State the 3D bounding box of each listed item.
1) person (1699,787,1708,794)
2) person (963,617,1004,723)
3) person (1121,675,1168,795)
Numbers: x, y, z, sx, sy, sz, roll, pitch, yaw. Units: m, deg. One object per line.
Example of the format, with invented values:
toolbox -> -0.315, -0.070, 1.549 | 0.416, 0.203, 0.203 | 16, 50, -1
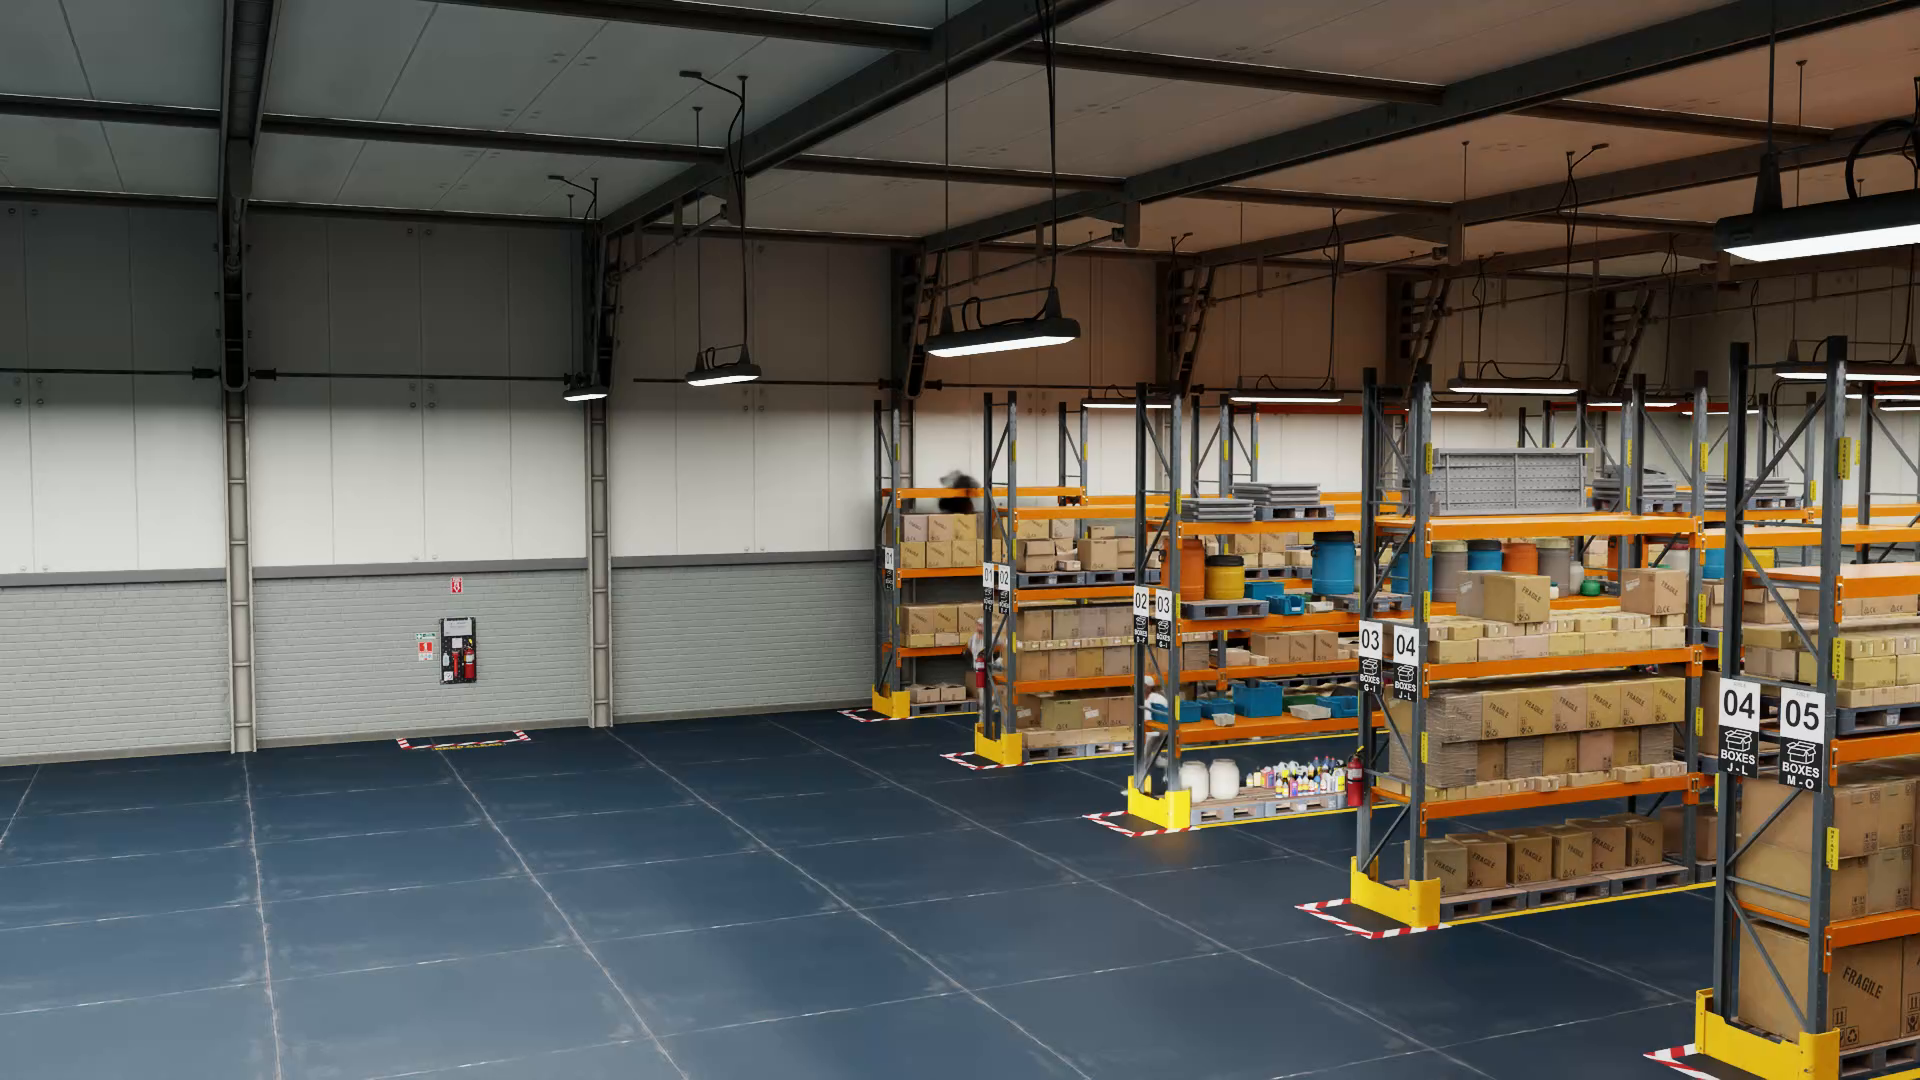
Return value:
person -> 11.110, 2.873, 24.416 | 0.860, 1.694, 0.610 | -2, 4, -25
person -> 0.378, 2.309, 29.237 | 0.752, 1.906, 0.665 | -3, 5, -43
person -> 2.822, 2.867, 24.583 | 0.960, 1.750, 0.726 | -2, 4, -29
